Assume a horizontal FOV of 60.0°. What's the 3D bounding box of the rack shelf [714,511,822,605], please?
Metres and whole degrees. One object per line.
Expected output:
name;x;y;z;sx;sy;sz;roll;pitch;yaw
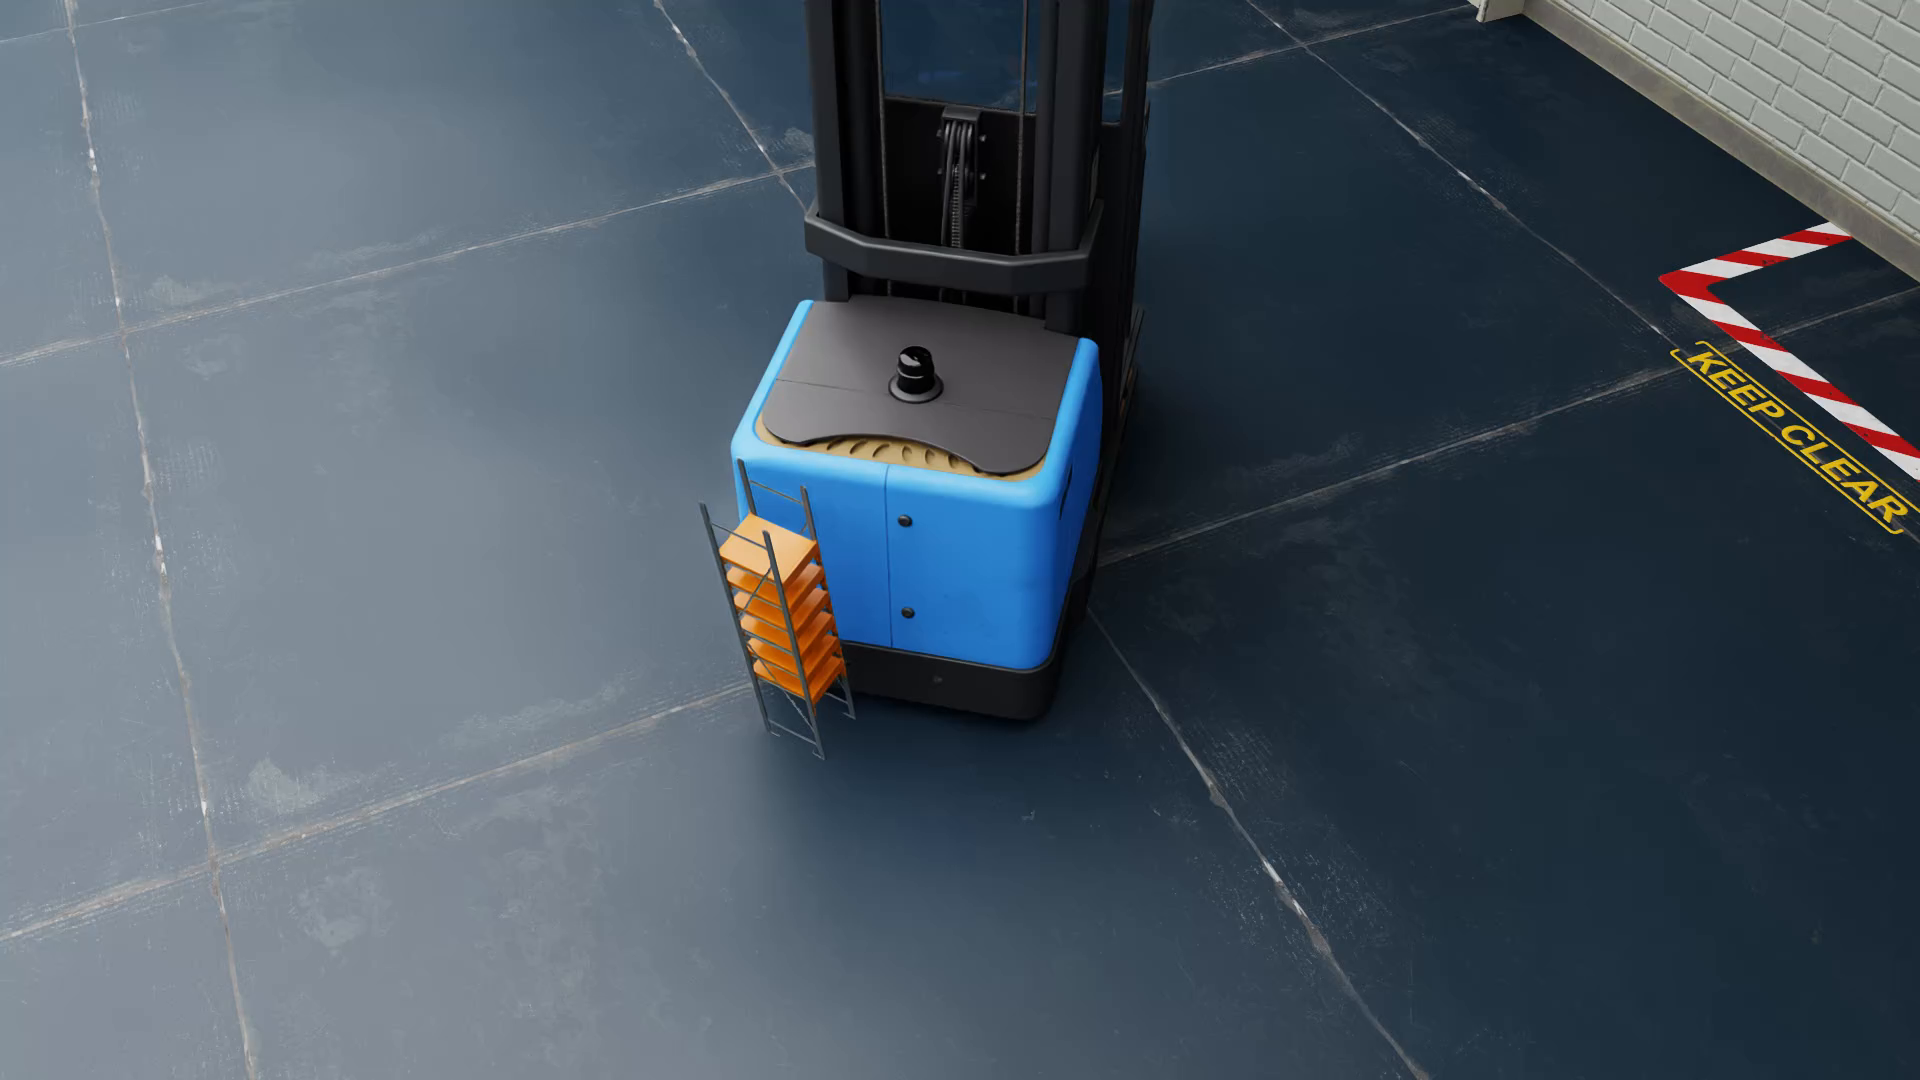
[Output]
rack shelf;-0.563;0.051;4.887;0.258;0.103;0.180;23;57;22

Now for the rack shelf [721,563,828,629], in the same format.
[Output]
rack shelf;-0.555;0.126;4.981;0.258;0.103;0.180;23;57;22

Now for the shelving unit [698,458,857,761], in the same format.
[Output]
shelving unit;-0.541;0.248;5.132;0.258;1.200;0.189;23;57;22

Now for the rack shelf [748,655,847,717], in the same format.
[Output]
rack shelf;-0.521;0.426;5.354;0.258;0.103;0.180;23;57;22

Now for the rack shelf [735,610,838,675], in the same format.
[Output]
rack shelf;-0.538;0.276;5.167;0.258;0.103;0.180;23;57;22

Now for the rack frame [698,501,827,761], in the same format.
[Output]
rack frame;-0.588;0.312;5.086;0.240;1.200;0.006;23;57;22

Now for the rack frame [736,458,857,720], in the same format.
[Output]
rack frame;-0.494;0.185;5.179;0.240;1.200;0.006;23;57;22

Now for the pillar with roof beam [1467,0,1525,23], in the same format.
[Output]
pillar with roof beam;-0.986;-4.942;4.851;9.100;9.000;0.400;-18;47;-17

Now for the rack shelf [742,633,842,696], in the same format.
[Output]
rack shelf;-0.529;0.351;5.260;0.258;0.103;0.180;23;57;22

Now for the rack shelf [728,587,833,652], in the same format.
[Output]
rack shelf;-0.546;0.201;5.074;0.258;0.103;0.180;23;57;22

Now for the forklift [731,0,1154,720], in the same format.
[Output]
forklift;0.110;-1.496;5.680;1.130;2.935;3.031;9;45;9
